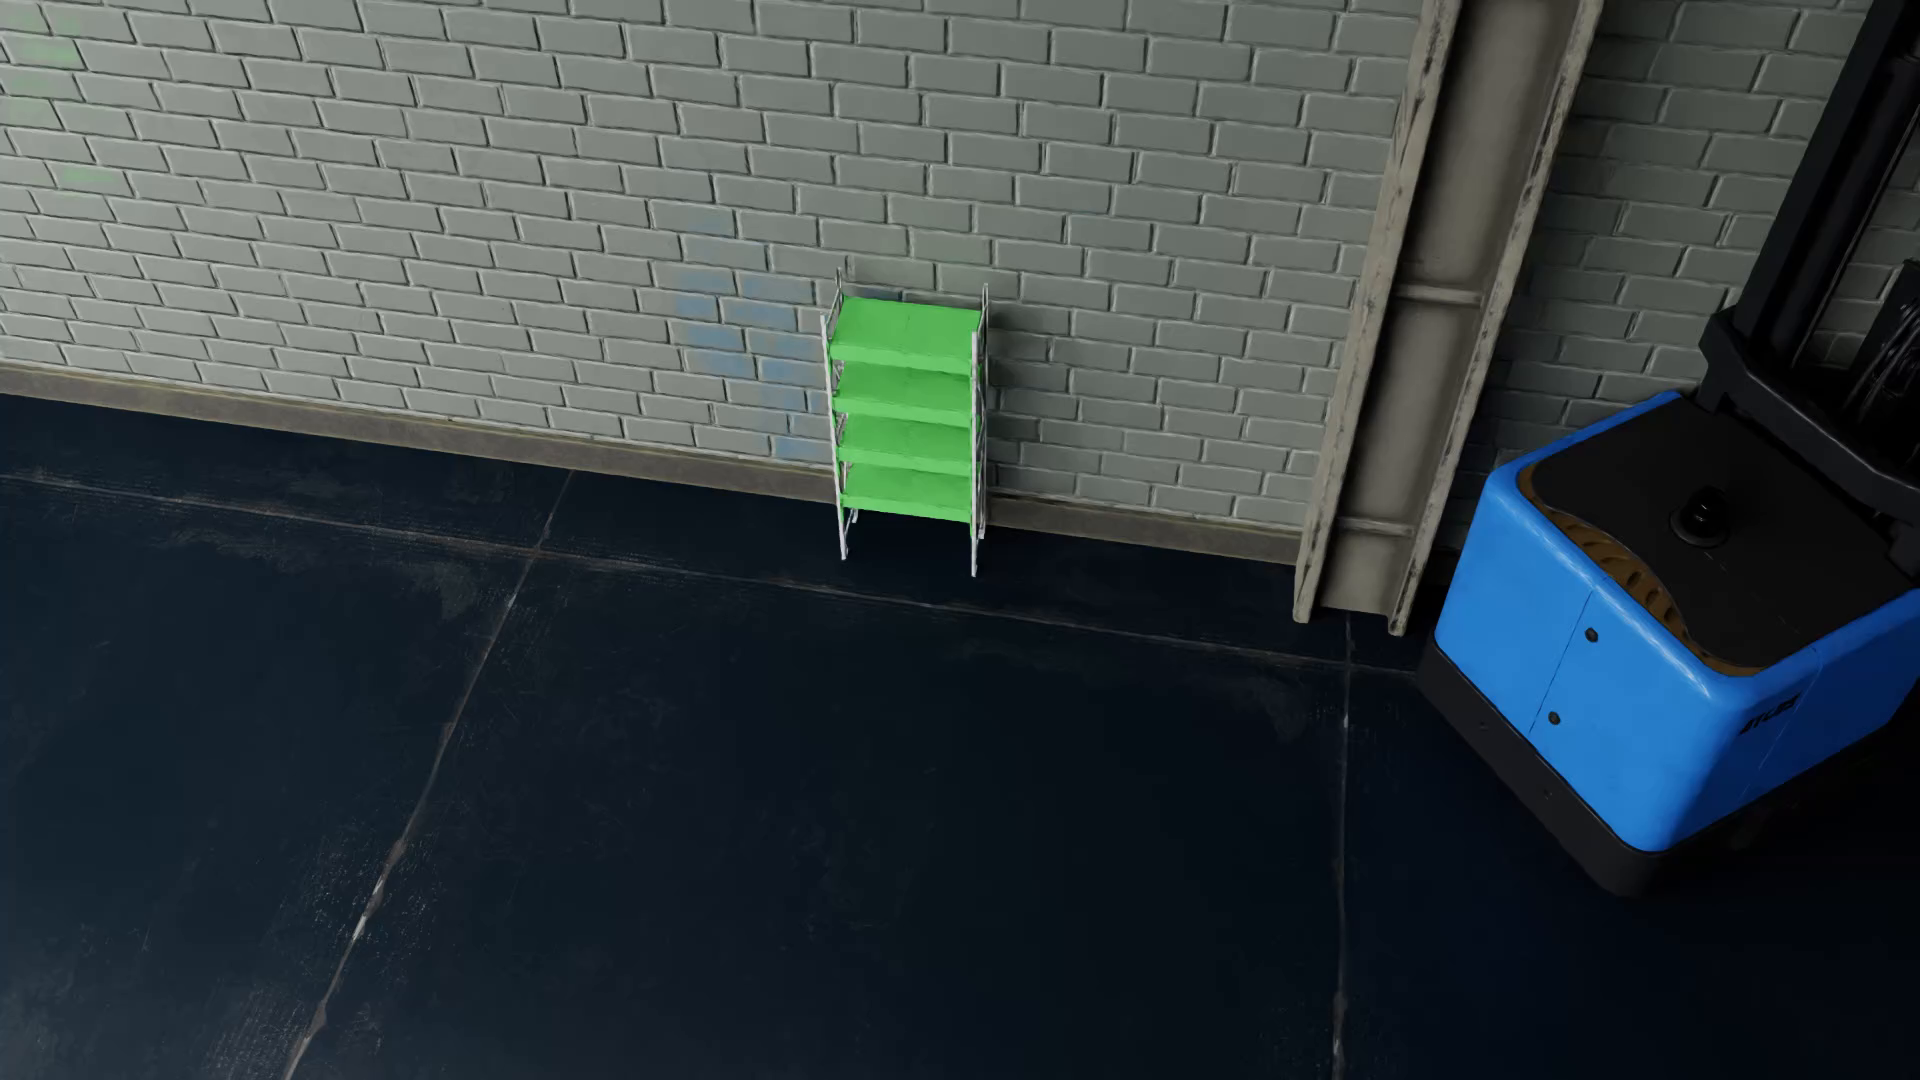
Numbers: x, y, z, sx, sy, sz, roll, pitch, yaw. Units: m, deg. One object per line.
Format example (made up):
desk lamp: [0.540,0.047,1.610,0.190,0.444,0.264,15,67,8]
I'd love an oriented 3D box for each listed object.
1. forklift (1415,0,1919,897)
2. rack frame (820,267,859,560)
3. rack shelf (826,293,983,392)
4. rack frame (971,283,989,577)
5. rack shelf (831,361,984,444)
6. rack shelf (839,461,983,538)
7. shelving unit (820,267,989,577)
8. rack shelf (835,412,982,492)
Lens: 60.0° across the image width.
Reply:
forklift: [3.107,-0.682,4.892,3.031,2.935,1.130,-22,52,-19]
rack frame: [-0.414,-0.408,5.807,0.015,1.200,0.240,7,50,6]
rack shelf: [-0.175,-0.650,5.465,0.480,0.148,0.258,7,50,6]
rack frame: [0.067,-0.347,5.752,0.015,1.200,0.240,7,50,6]
rack shelf: [-0.174,-0.493,5.646,0.480,0.148,0.258,7,50,6]
rack shelf: [-0.172,-0.179,6.009,0.480,0.148,0.258,7,50,6]
shelving unit: [-0.173,-0.378,5.779,0.503,1.200,0.258,7,50,6]
rack shelf: [-0.173,-0.336,5.828,0.480,0.148,0.258,7,50,6]
